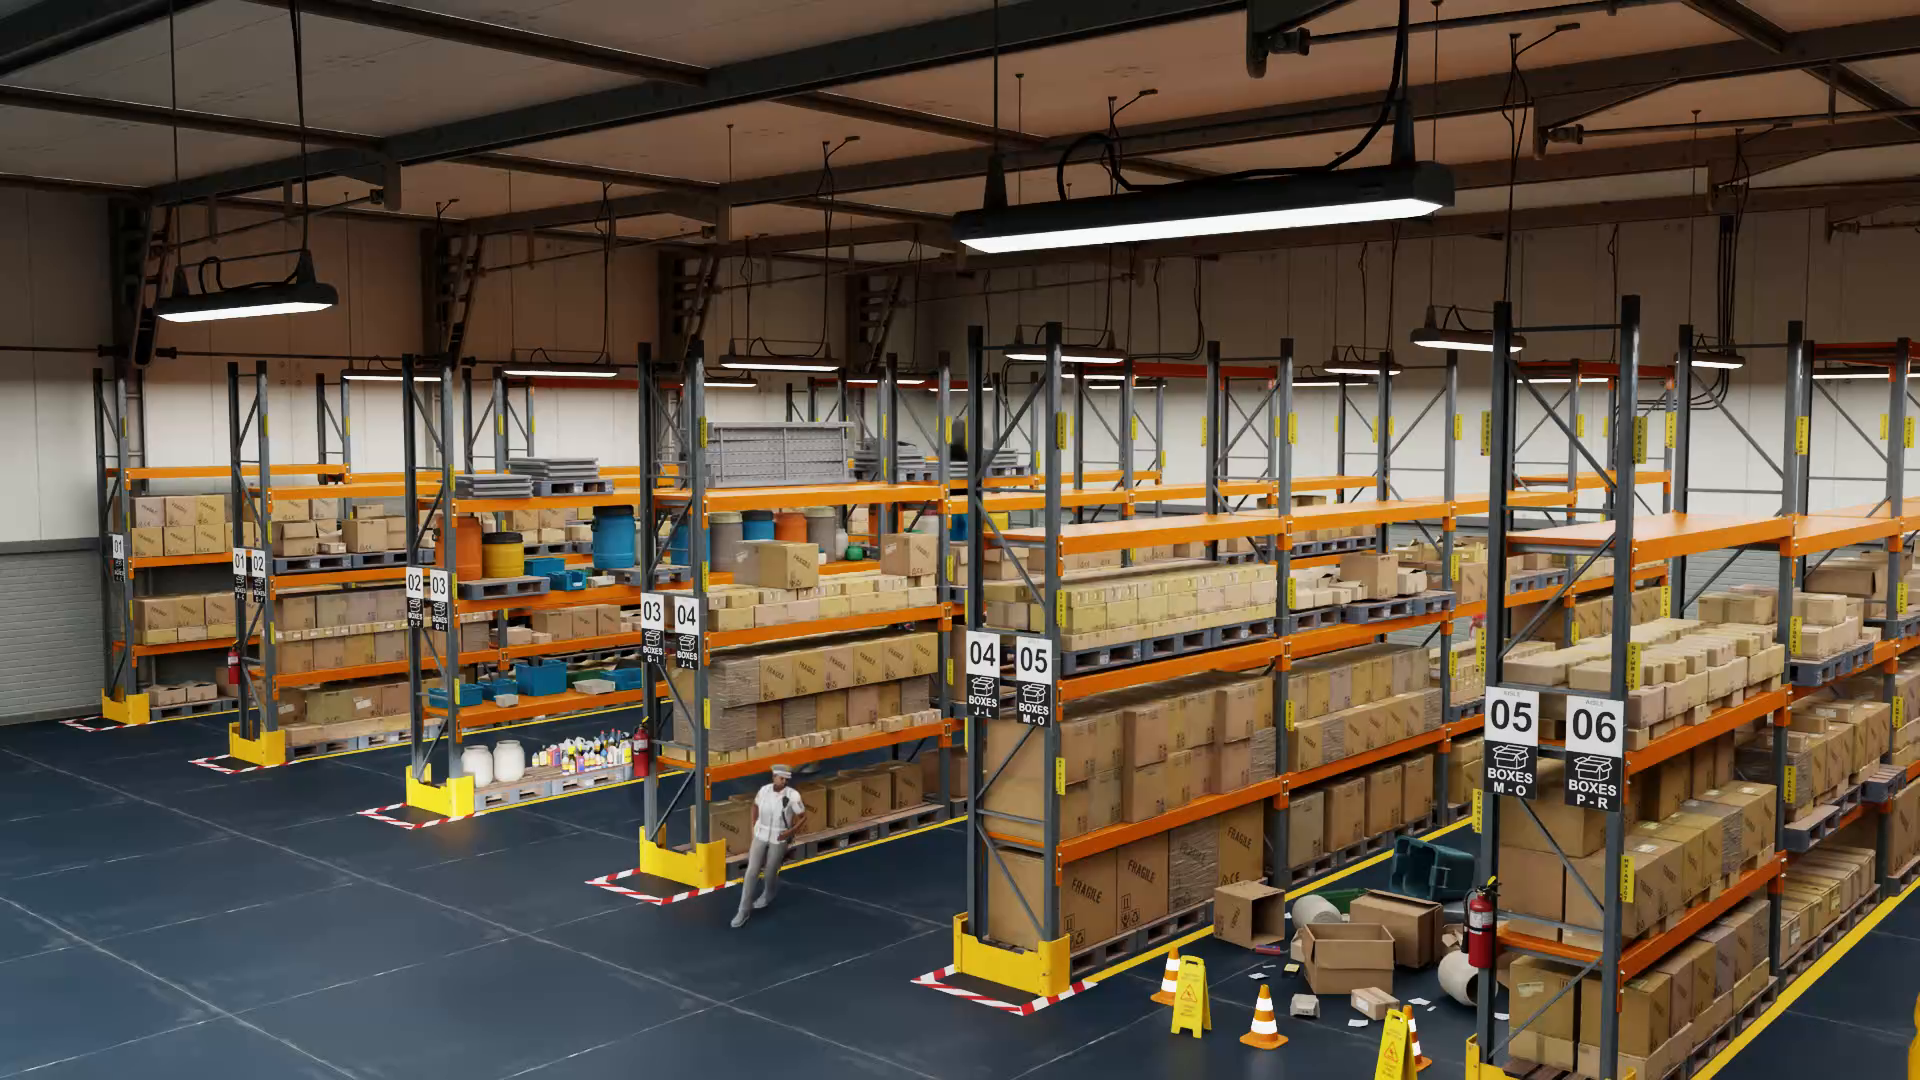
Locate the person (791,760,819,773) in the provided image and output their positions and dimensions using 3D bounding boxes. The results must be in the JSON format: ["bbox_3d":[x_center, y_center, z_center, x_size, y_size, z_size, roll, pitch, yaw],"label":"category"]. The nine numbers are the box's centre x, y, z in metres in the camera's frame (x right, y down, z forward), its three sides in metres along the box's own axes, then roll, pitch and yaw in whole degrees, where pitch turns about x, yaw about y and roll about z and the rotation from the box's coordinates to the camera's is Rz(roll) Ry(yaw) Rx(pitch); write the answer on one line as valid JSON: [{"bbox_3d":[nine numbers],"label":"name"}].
[{"bbox_3d":[-2.291,2.556,23.890,0.649,1.670,0.812,3,5,34],"label":"person"}]

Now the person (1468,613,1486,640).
[{"bbox_3d":[9.565,2.116,30.178,1.057,1.733,0.698,-3,5,-39],"label":"person"}]

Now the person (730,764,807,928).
[{"bbox_3d":[-1.930,3.081,17.109,0.728,1.618,0.846,0,4,6],"label":"person"}]
